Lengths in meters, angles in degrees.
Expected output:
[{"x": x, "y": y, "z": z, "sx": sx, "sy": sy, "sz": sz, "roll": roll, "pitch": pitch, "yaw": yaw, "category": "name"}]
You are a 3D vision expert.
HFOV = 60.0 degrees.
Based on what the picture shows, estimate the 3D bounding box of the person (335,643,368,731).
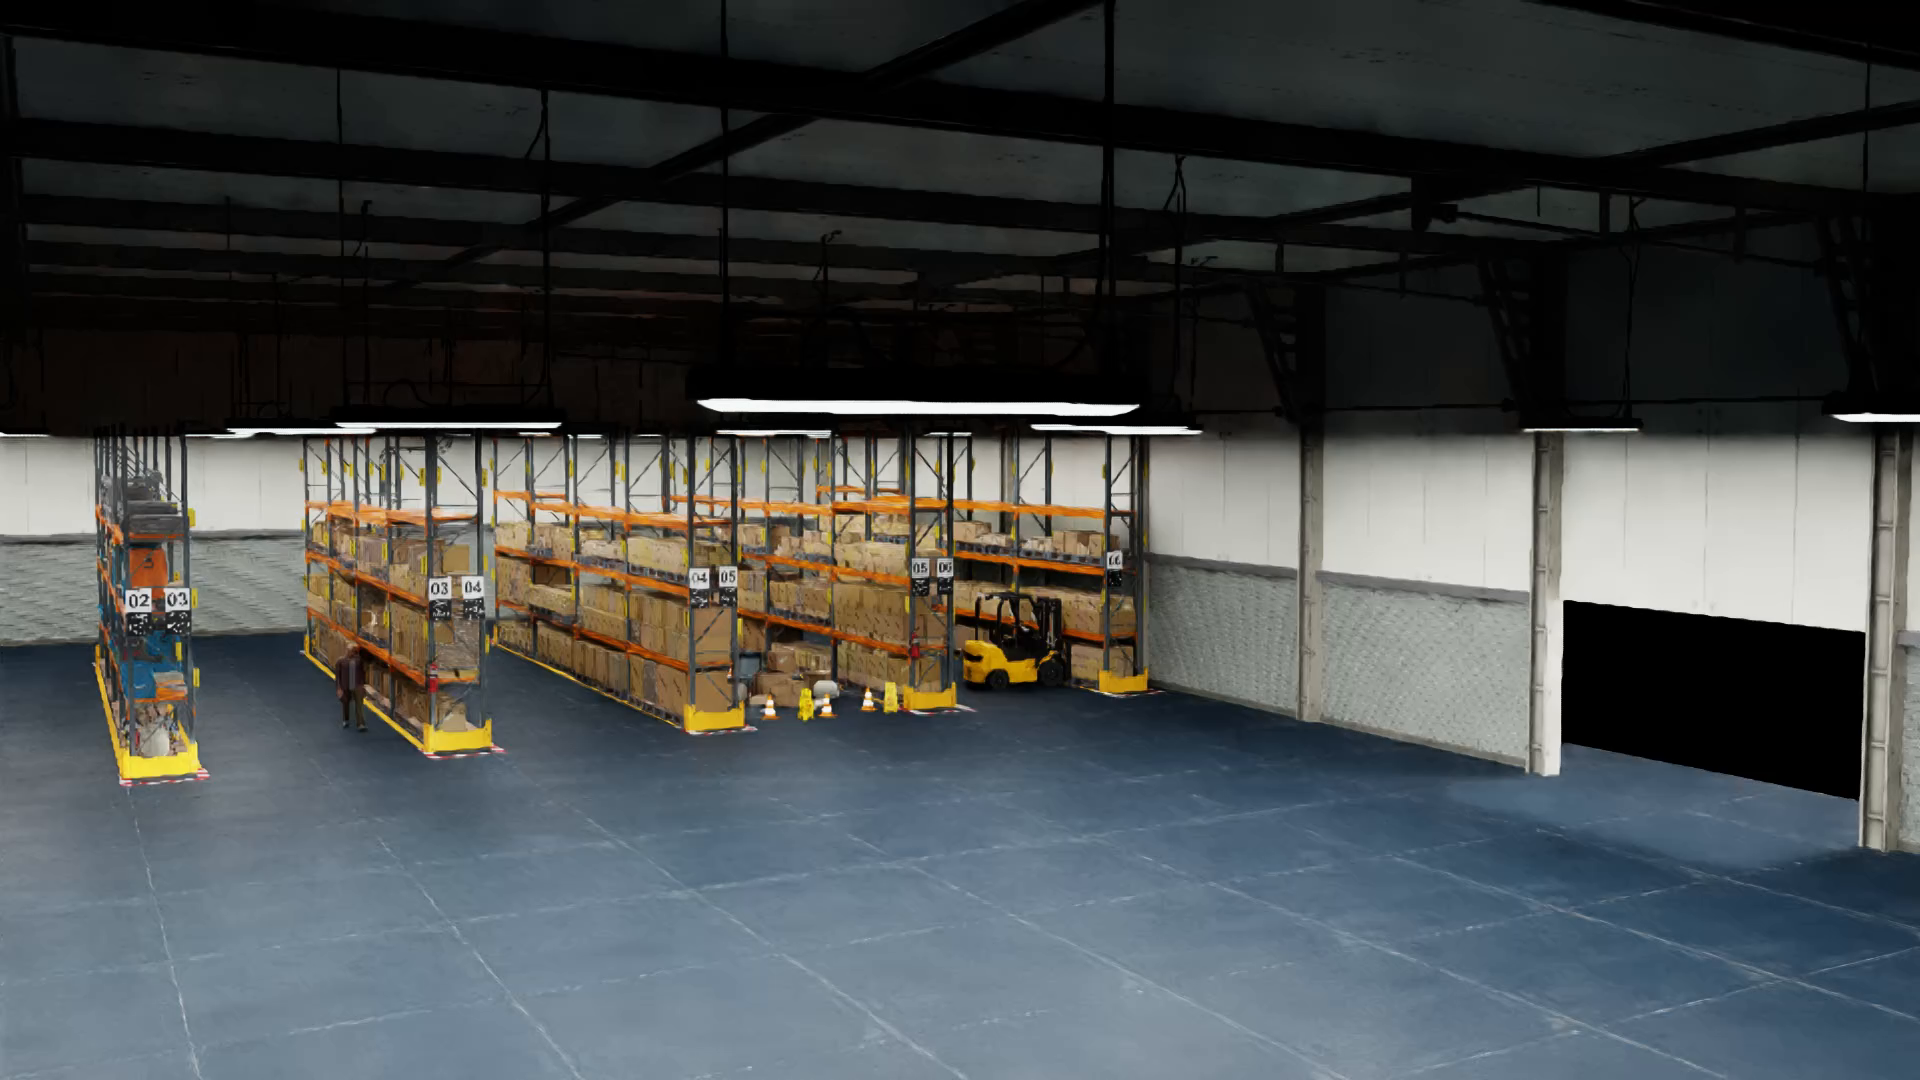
[{"x": -11.976, "y": 2.874, "z": 32.703, "sx": 0.598, "sy": 1.698, "sz": 1.193, "roll": -2, "pitch": 4, "yaw": -26, "category": "person"}]
